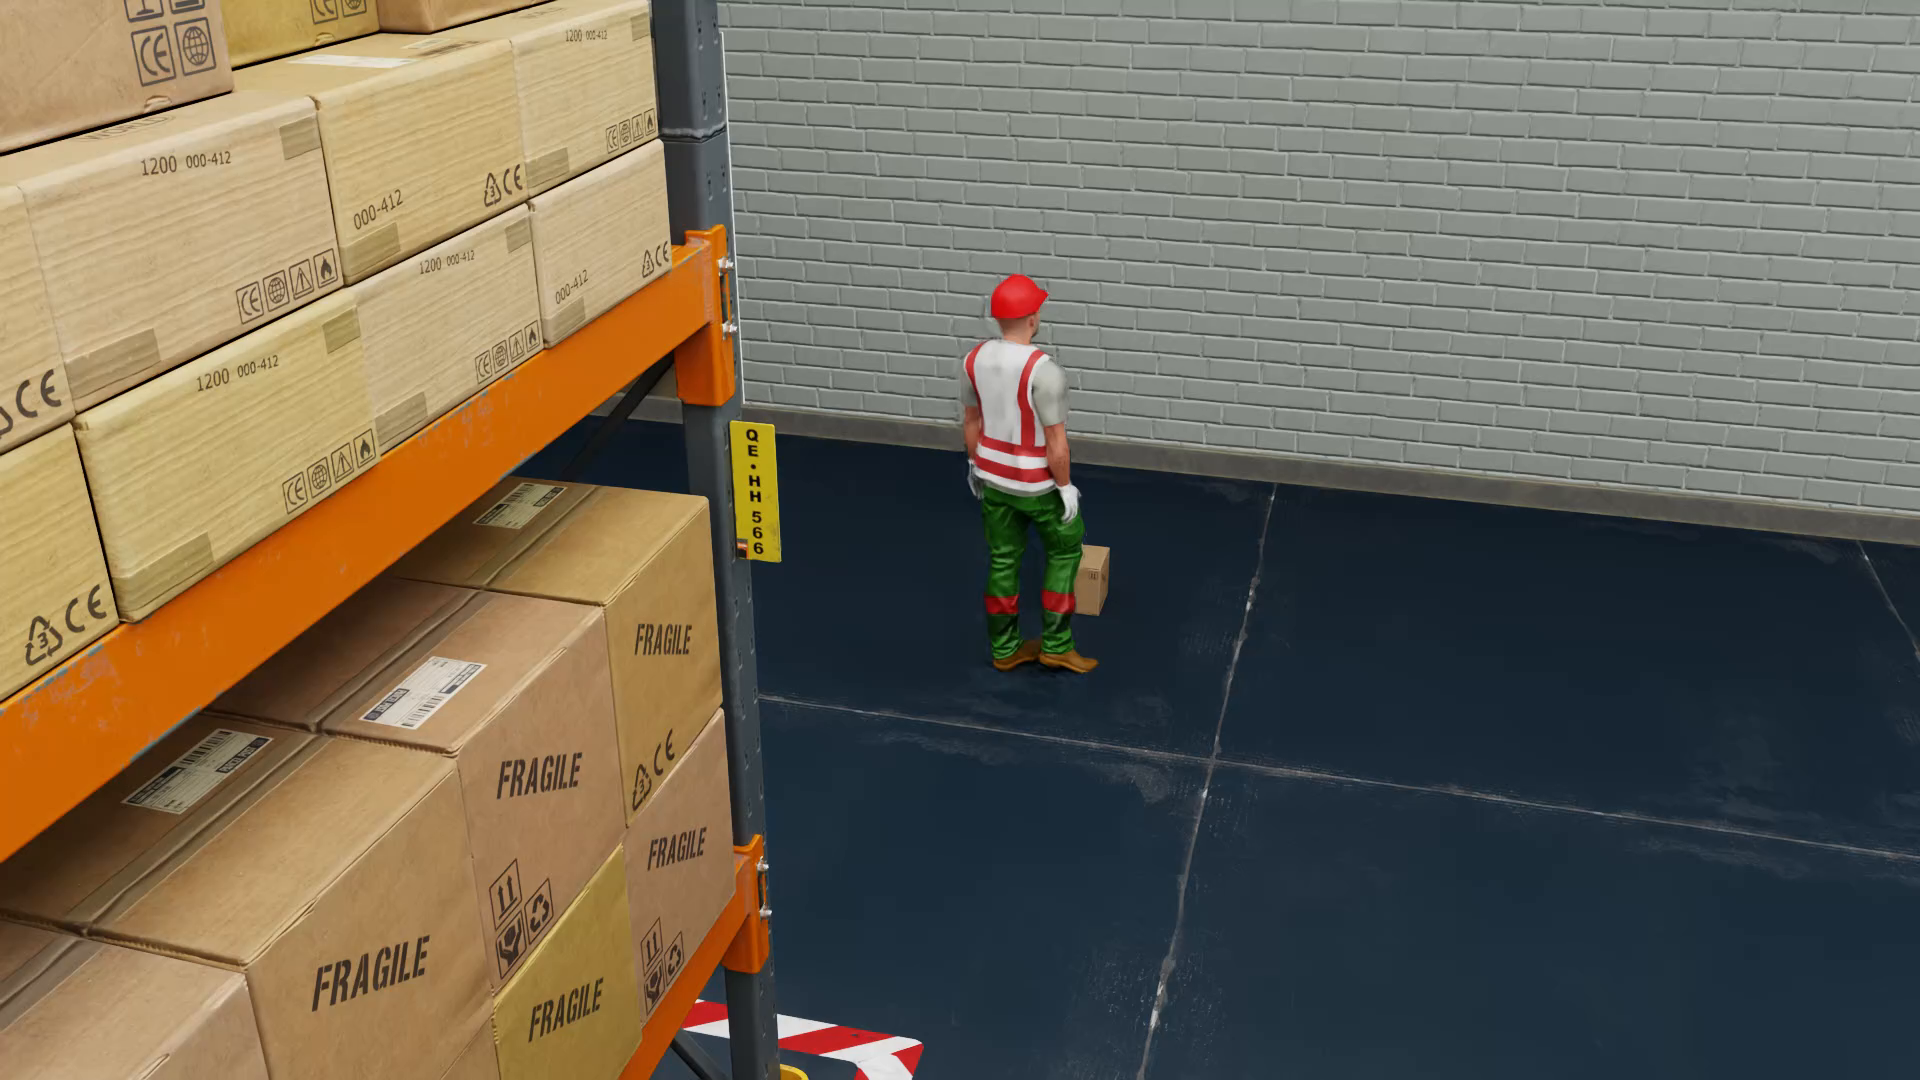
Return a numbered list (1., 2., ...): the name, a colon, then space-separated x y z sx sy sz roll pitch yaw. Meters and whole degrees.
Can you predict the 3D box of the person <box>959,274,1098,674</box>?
1. person: 0.287 -0.252 7.138 0.589 1.822 0.401 18 31 34
